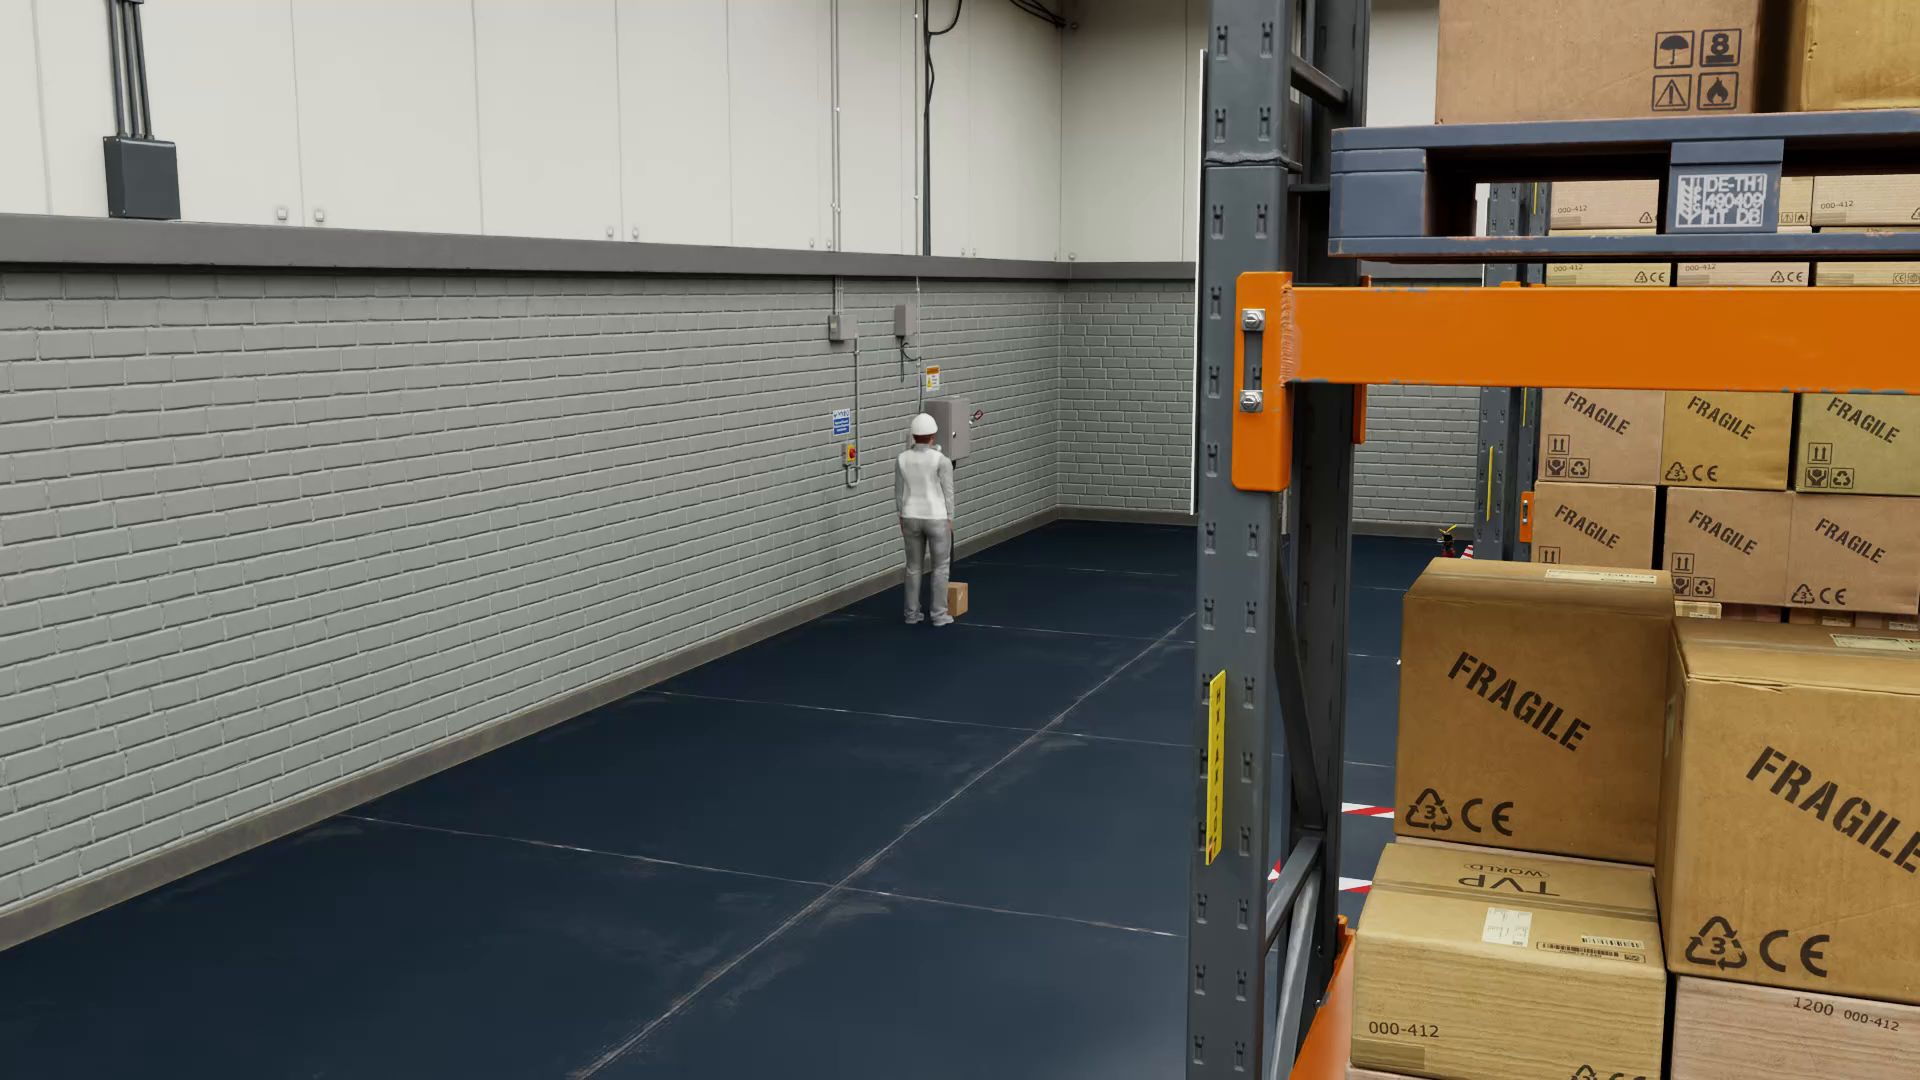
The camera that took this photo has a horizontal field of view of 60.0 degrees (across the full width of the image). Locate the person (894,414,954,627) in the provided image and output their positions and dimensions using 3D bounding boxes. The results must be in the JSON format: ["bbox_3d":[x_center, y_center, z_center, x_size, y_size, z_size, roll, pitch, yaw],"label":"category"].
[{"bbox_3d":[-0.290,-0.172,13.910,0.532,1.769,0.359,4,9,22],"label":"person"}]
